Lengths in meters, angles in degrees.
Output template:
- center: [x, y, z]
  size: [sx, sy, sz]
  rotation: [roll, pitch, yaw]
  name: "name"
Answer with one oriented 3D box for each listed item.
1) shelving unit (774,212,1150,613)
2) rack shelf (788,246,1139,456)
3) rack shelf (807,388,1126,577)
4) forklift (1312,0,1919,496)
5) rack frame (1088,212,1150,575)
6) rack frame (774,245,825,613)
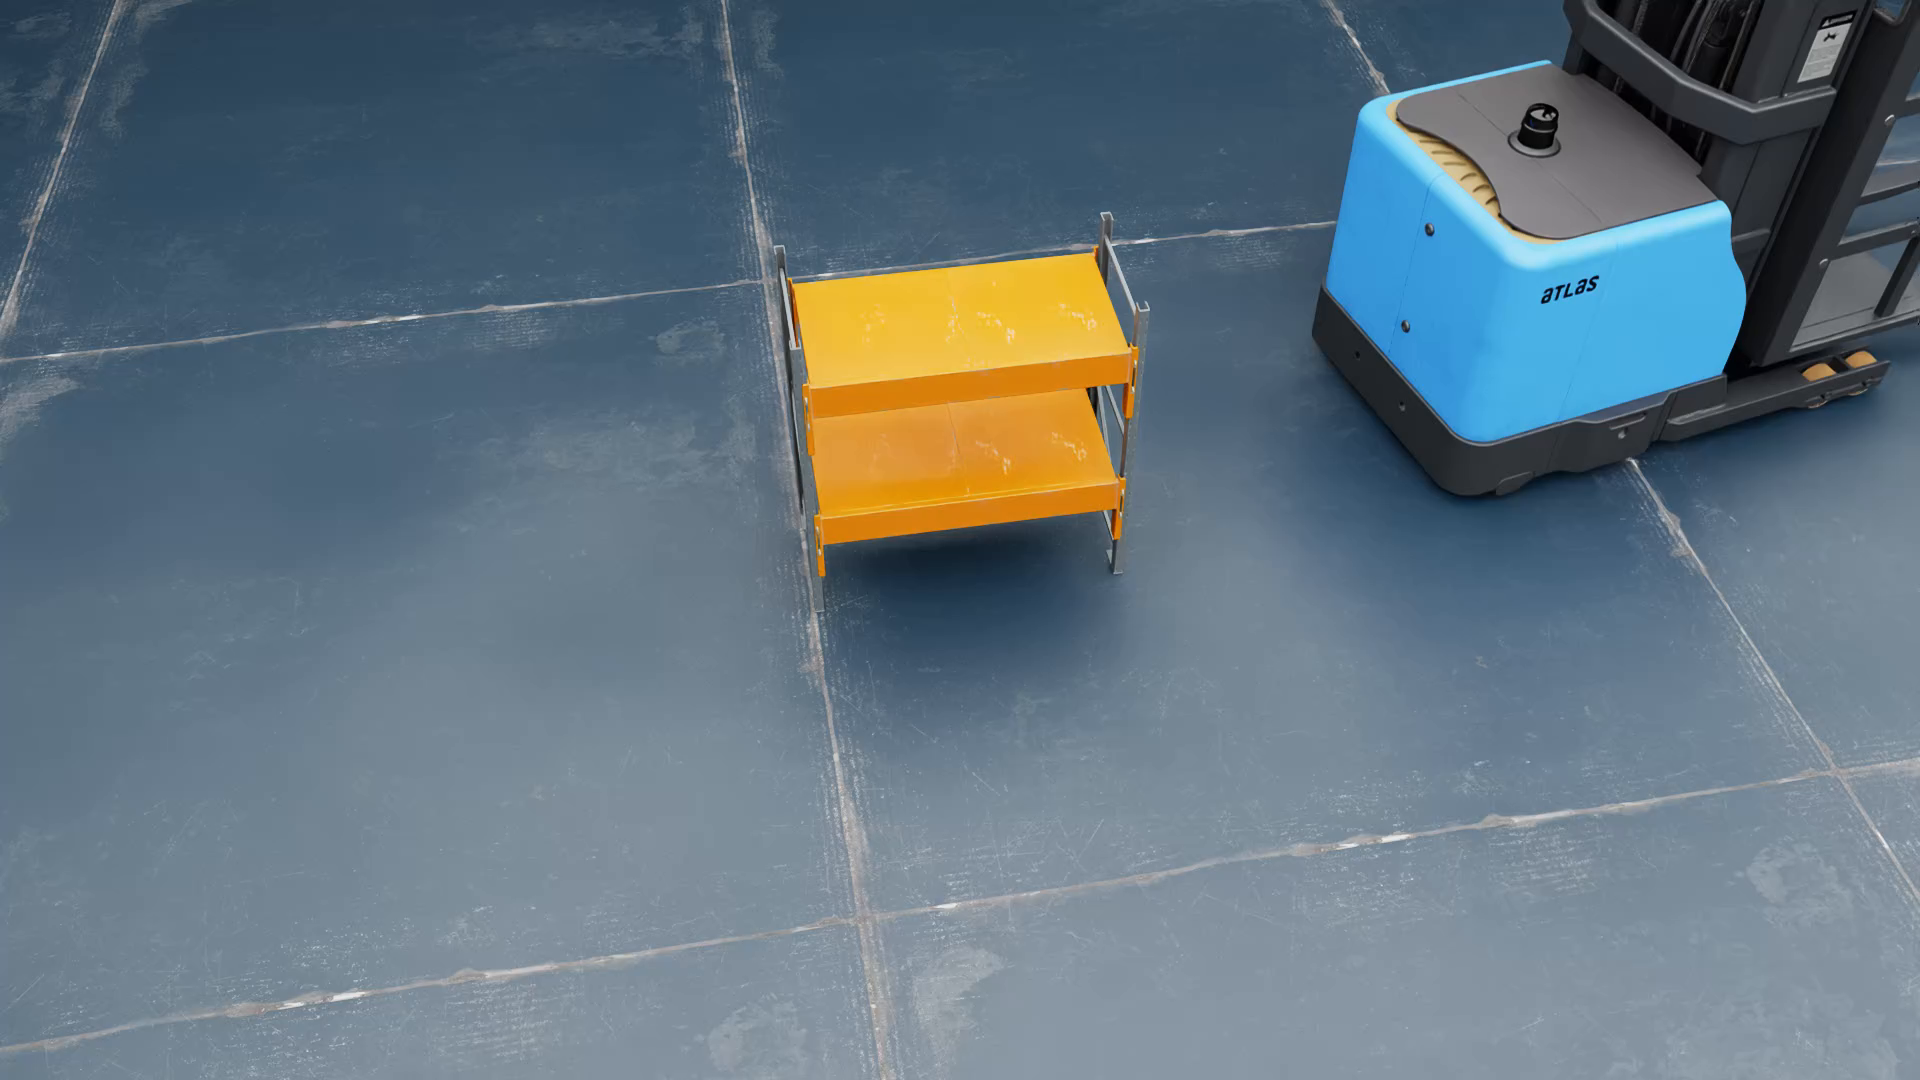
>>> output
- center: [-0.007, -0.389, 5.344]
  size: [1.048, 1.125, 0.538]
  rotation: [-7, 46, -7]
  name: "shelving unit"
- center: [-0.007, -0.593, 5.133]
  size: [1.000, 0.278, 0.538]
  rotation: [-7, 46, -7]
  name: "rack shelf"
- center: [-0.007, -0.220, 5.520]
  size: [1.000, 0.278, 0.538]
  rotation: [-7, 46, -7]
  name: "rack shelf"
- center: [2.927, -1.849, 5.497]
  size: [3.031, 2.935, 1.130]
  rotation: [-16, 48, -15]
  name: "forklift"
- center: [0.494, -0.452, 5.404]
  size: [0.032, 1.125, 0.500]
  rotation: [-7, 46, -7]
  name: "rack frame"
- center: [-0.508, -0.327, 5.284]
  size: [0.032, 1.125, 0.500]
  rotation: [-7, 46, -7]
  name: "rack frame"
